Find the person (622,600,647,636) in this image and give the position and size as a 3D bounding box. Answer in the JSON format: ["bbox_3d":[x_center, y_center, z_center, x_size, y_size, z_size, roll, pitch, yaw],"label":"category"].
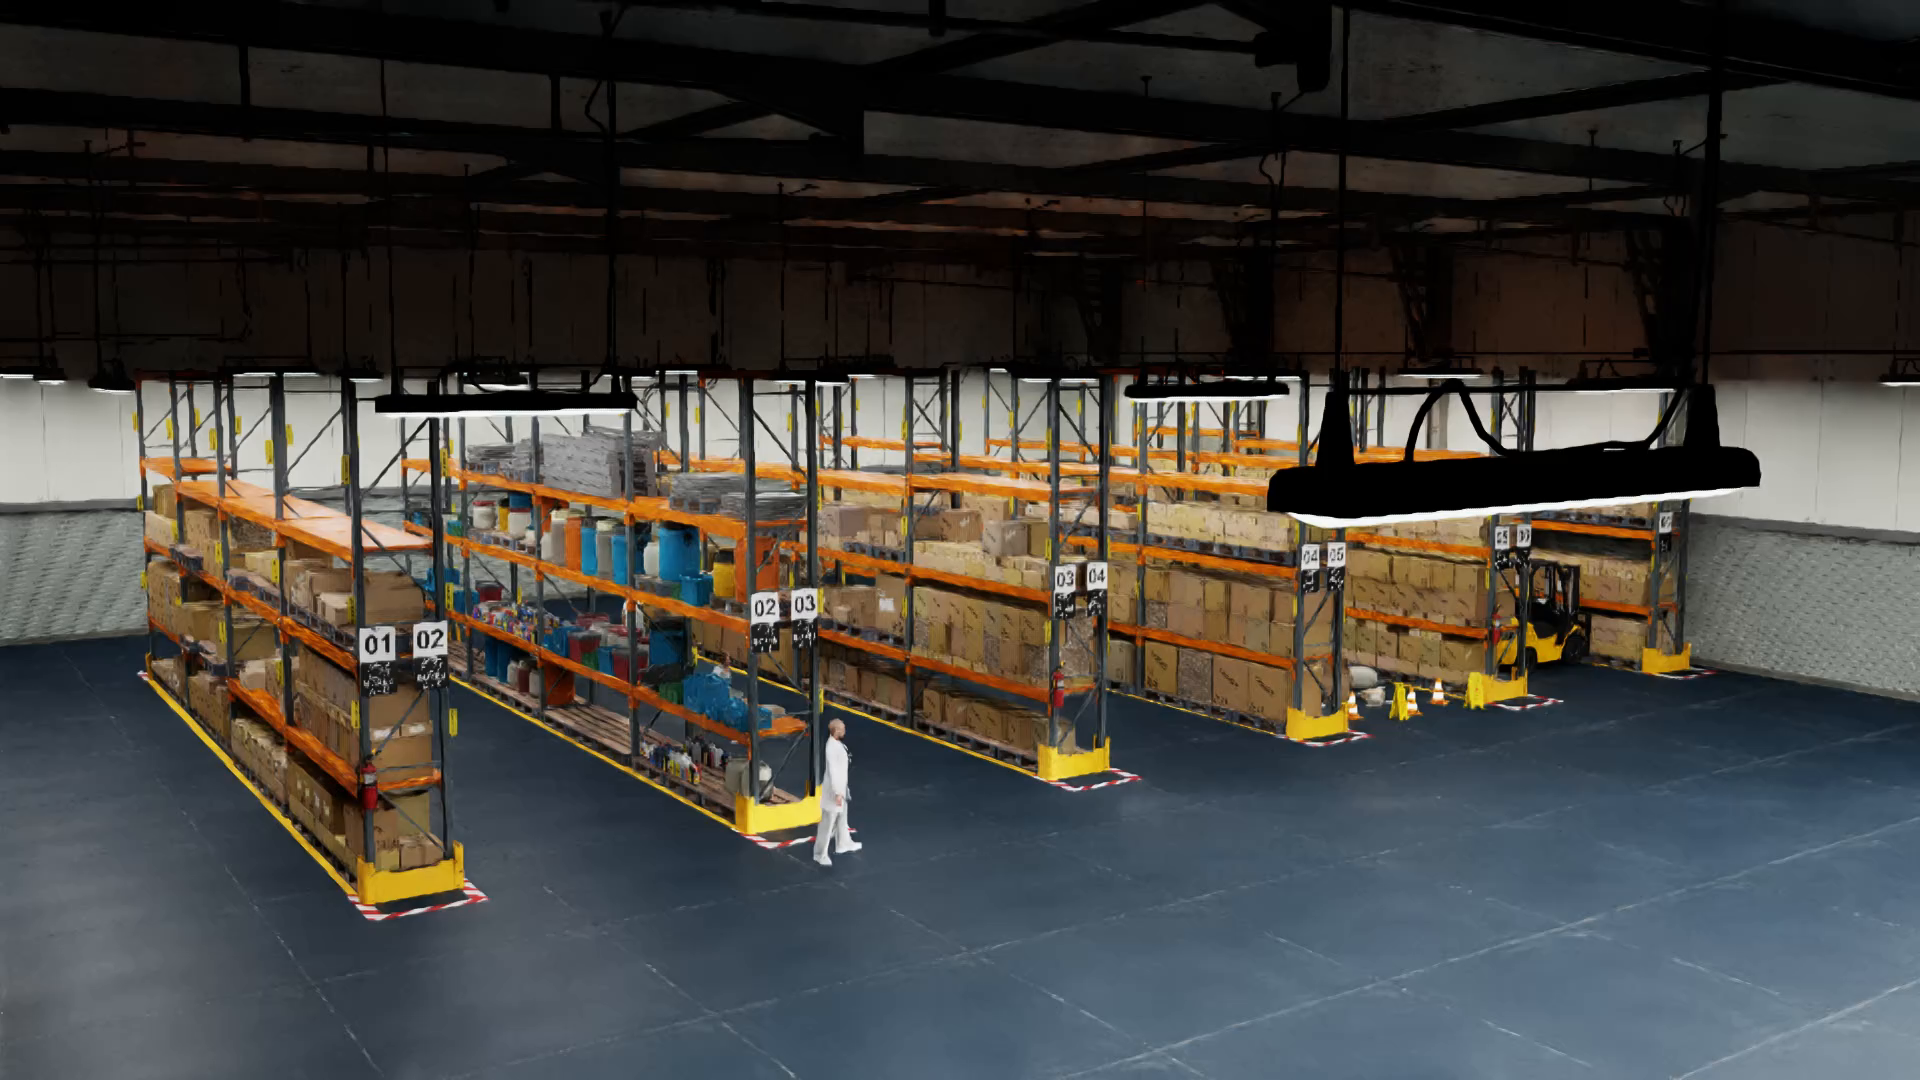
[{"bbox_3d":[-6.569,1.750,33.537,0.497,1.583,1.090,-4,8,-31],"label":"person"}]

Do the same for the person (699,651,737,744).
[{"bbox_3d":[-3.868,2.556,26.802,0.737,1.504,0.551,4,8,32],"label":"person"}]

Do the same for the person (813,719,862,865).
[{"bbox_3d":[-1.542,3.095,20.754,0.579,1.774,0.766,0,6,1],"label":"person"}]
